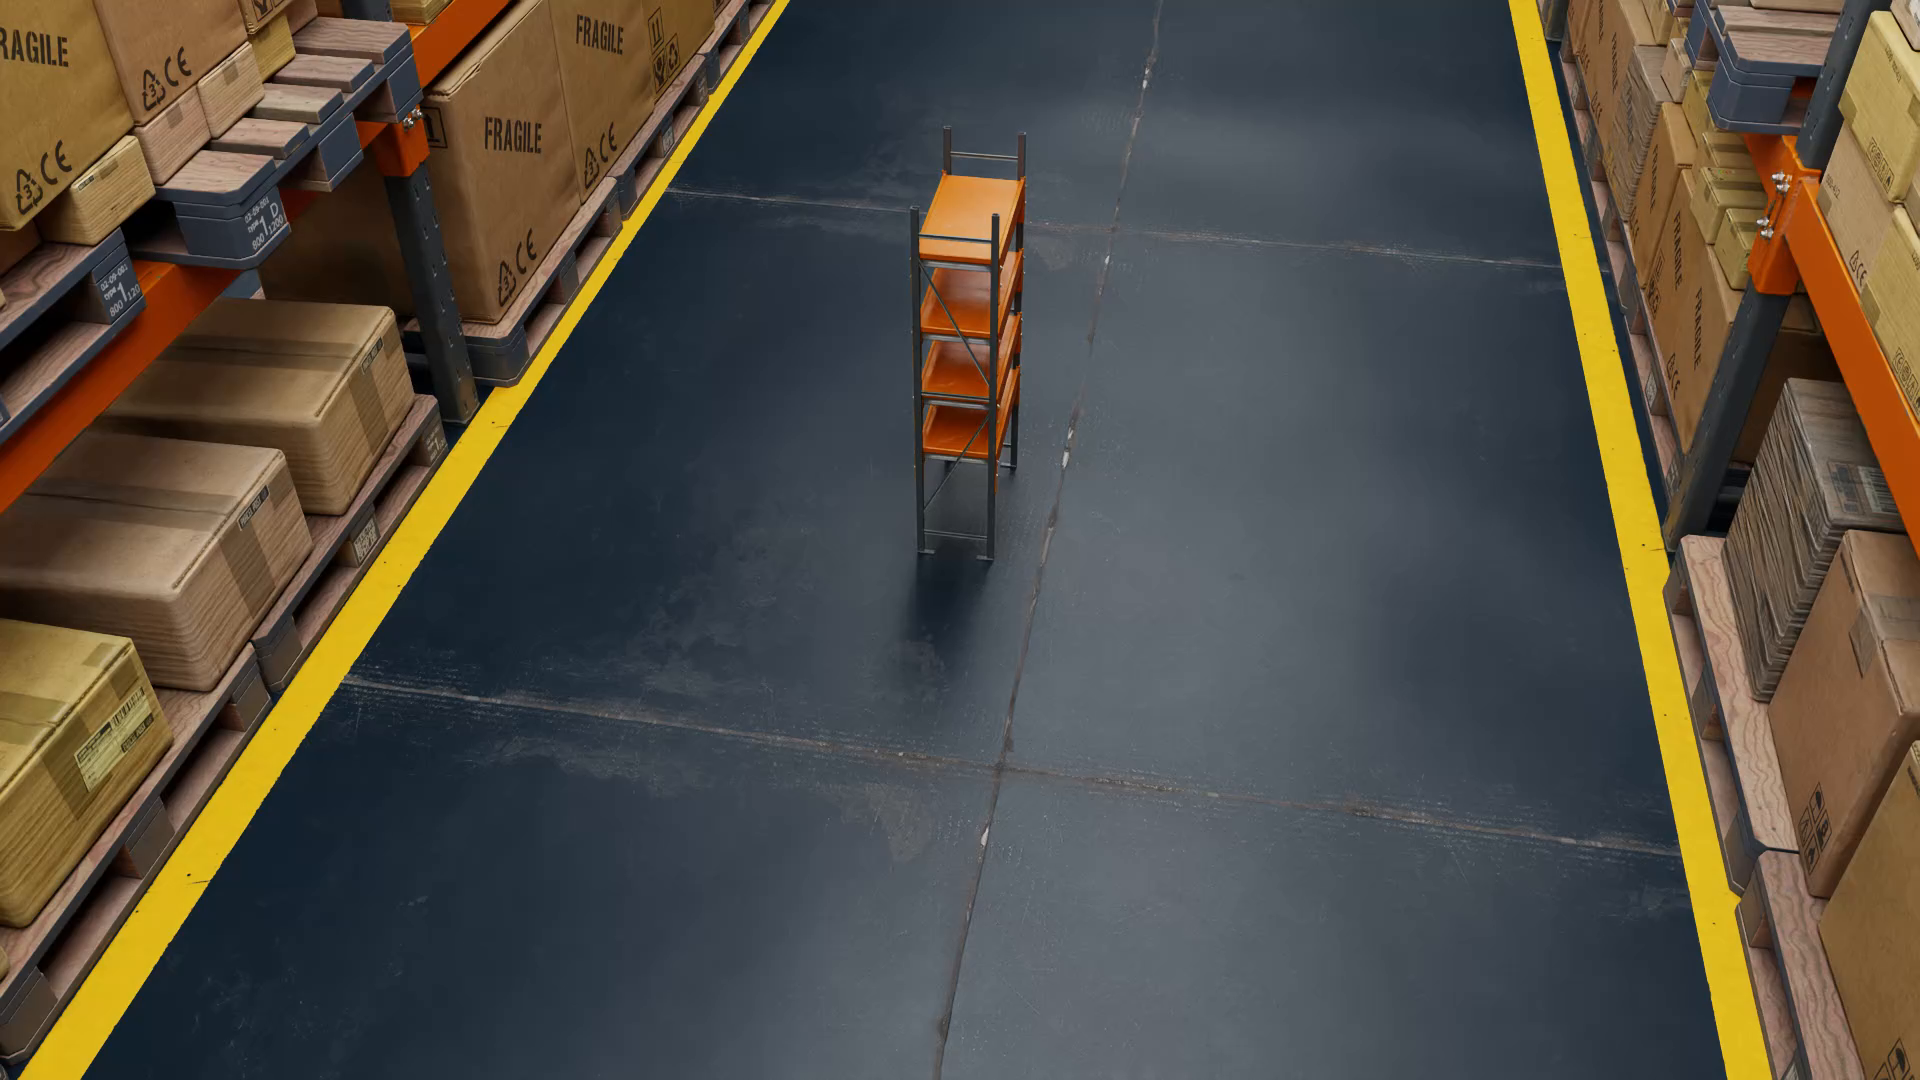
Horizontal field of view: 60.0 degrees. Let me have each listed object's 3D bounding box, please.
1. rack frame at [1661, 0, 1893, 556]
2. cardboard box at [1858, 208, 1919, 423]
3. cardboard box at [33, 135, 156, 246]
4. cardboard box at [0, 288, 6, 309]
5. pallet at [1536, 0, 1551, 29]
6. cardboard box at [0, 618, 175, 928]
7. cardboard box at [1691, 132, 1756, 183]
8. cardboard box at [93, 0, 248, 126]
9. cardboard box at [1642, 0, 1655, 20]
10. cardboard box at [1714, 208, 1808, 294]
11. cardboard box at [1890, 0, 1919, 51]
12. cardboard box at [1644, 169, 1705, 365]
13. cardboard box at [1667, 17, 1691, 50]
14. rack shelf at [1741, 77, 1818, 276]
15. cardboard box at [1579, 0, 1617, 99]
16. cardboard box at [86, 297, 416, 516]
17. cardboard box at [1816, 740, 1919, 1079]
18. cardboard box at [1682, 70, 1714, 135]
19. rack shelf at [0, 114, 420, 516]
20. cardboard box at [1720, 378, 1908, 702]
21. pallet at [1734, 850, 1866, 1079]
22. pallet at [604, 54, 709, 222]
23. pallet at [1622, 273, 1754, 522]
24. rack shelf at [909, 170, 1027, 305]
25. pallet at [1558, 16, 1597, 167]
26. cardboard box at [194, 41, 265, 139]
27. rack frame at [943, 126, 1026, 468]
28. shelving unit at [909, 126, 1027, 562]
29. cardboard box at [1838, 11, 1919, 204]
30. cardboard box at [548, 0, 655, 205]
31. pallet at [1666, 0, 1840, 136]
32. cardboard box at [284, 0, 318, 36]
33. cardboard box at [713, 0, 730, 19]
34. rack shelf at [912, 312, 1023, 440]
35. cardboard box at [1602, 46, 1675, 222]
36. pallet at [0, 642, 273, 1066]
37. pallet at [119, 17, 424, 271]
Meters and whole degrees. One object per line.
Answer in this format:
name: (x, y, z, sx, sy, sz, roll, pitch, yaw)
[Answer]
rack frame: (2.710, -1.094, 4.219, 1.000, 3.000, 0.127, 6, 40, 8)
cardboard box: (2.301, -0.469, 3.581, 0.500, 0.250, 0.500, 6, 40, 7)
cardboard box: (-2.064, -0.801, 3.733, 0.380, 0.149, 0.250, 7, 40, 8)
cardboard box: (-2.194, -0.491, 3.357, 0.380, 0.149, 0.250, 5, 40, 6)
pallet: (3.522, -2.960, 8.665, 1.003, 0.211, 1.213, 6, 40, 8)
cardboard box: (-2.543, 0.505, 4.018, 0.950, 0.372, 0.625, 8, 40, 9)
cardboard box: (2.652, -1.215, 5.489, 0.380, 0.149, 0.250, 5, 40, 6)
cardboard box: (-2.063, -1.312, 3.842, 0.500, 0.500, 0.500, 6, 40, 7)
cardboard box: (2.960, -2.186, 6.663, 0.380, 0.149, 0.250, 6, 40, 8)
cardboard box: (2.546, -0.880, 5.083, 0.380, 0.149, 0.250, 5, 40, 5)
cardboard box: (2.365, -1.215, 3.778, 0.380, 0.149, 0.250, 8, 40, 9)
cardboard box: (2.669, -0.894, 5.610, 0.500, 0.500, 0.500, 6, 40, 7)
cardboard box: (2.896, -1.858, 6.266, 0.380, 0.149, 0.250, 7, 40, 8)
rack shelf: (3.057, -2.072, 5.966, 1.077, 0.370, 4.000, 6, 40, 8)
cardboard box: (3.015, -2.189, 7.175, 0.500, 0.500, 0.500, 6, 40, 7)
cardboard box: (-2.287, -0.434, 5.154, 0.950, 0.372, 0.625, 4, 40, 5)
cardboard box: (2.367, 0.883, 3.362, 0.875, 0.625, 0.625, 5, 40, 6)
cardboard box: (2.785, -1.532, 5.873, 0.380, 0.149, 0.250, 6, 40, 7)
rack shelf: (-2.525, -0.106, 3.589, 1.077, 0.370, 4.000, 6, 40, 8)
cardboard box: (2.589, 0.050, 4.370, 0.875, 0.625, 0.625, 8, 40, 9)
pallet: (2.316, 1.257, 3.564, 1.003, 0.211, 1.213, 6, 40, 8)
pallet: (-1.755, -1.814, 7.278, 1.003, 0.211, 1.213, 6, 40, 8)
pallet: (2.877, -0.483, 5.669, 1.003, 0.211, 1.213, 6, 40, 8)
rack shelf: (0.029, -0.869, 4.743, 0.258, 0.148, 0.480, 6, 40, 8)
pallet: (3.299, -2.015, 7.521, 1.003, 0.211, 1.213, 6, 40, 8)
cardboard box: (-1.979, -1.133, 4.134, 0.380, 0.149, 0.250, 6, 40, 7)
rack frame: (0.071, -0.719, 5.179, 0.240, 1.200, 0.015, 6, 40, 8)
shelving unit: (0.029, -0.566, 4.993, 0.258, 1.200, 0.503, 6, 40, 8)
cardboard box: (2.368, -0.980, 3.806, 0.500, 0.250, 0.500, 6, 40, 8)
cardboard box: (-1.819, -1.965, 6.611, 0.875, 0.875, 0.875, 7, 40, 8)
pallet: (2.759, -1.453, 4.804, 1.213, 0.211, 1.003, 6, 40, 8)
cardboard box: (-2.004, -1.472, 4.544, 0.380, 0.149, 0.250, 8, 40, 9)
cardboard box: (-1.515, -3.094, 7.976, 0.875, 0.875, 0.875, 8, 40, 9)
rack shelf: (0.029, -0.514, 5.036, 0.258, 0.148, 0.480, 6, 40, 8)
cardboard box: (2.828, -1.551, 6.404, 0.500, 0.500, 0.500, 5, 40, 6)
pallet: (-2.529, 0.690, 4.250, 1.003, 0.211, 1.213, 6, 40, 8)
pallet: (-2.197, -1.106, 4.384, 1.213, 0.211, 1.003, 6, 40, 8)
